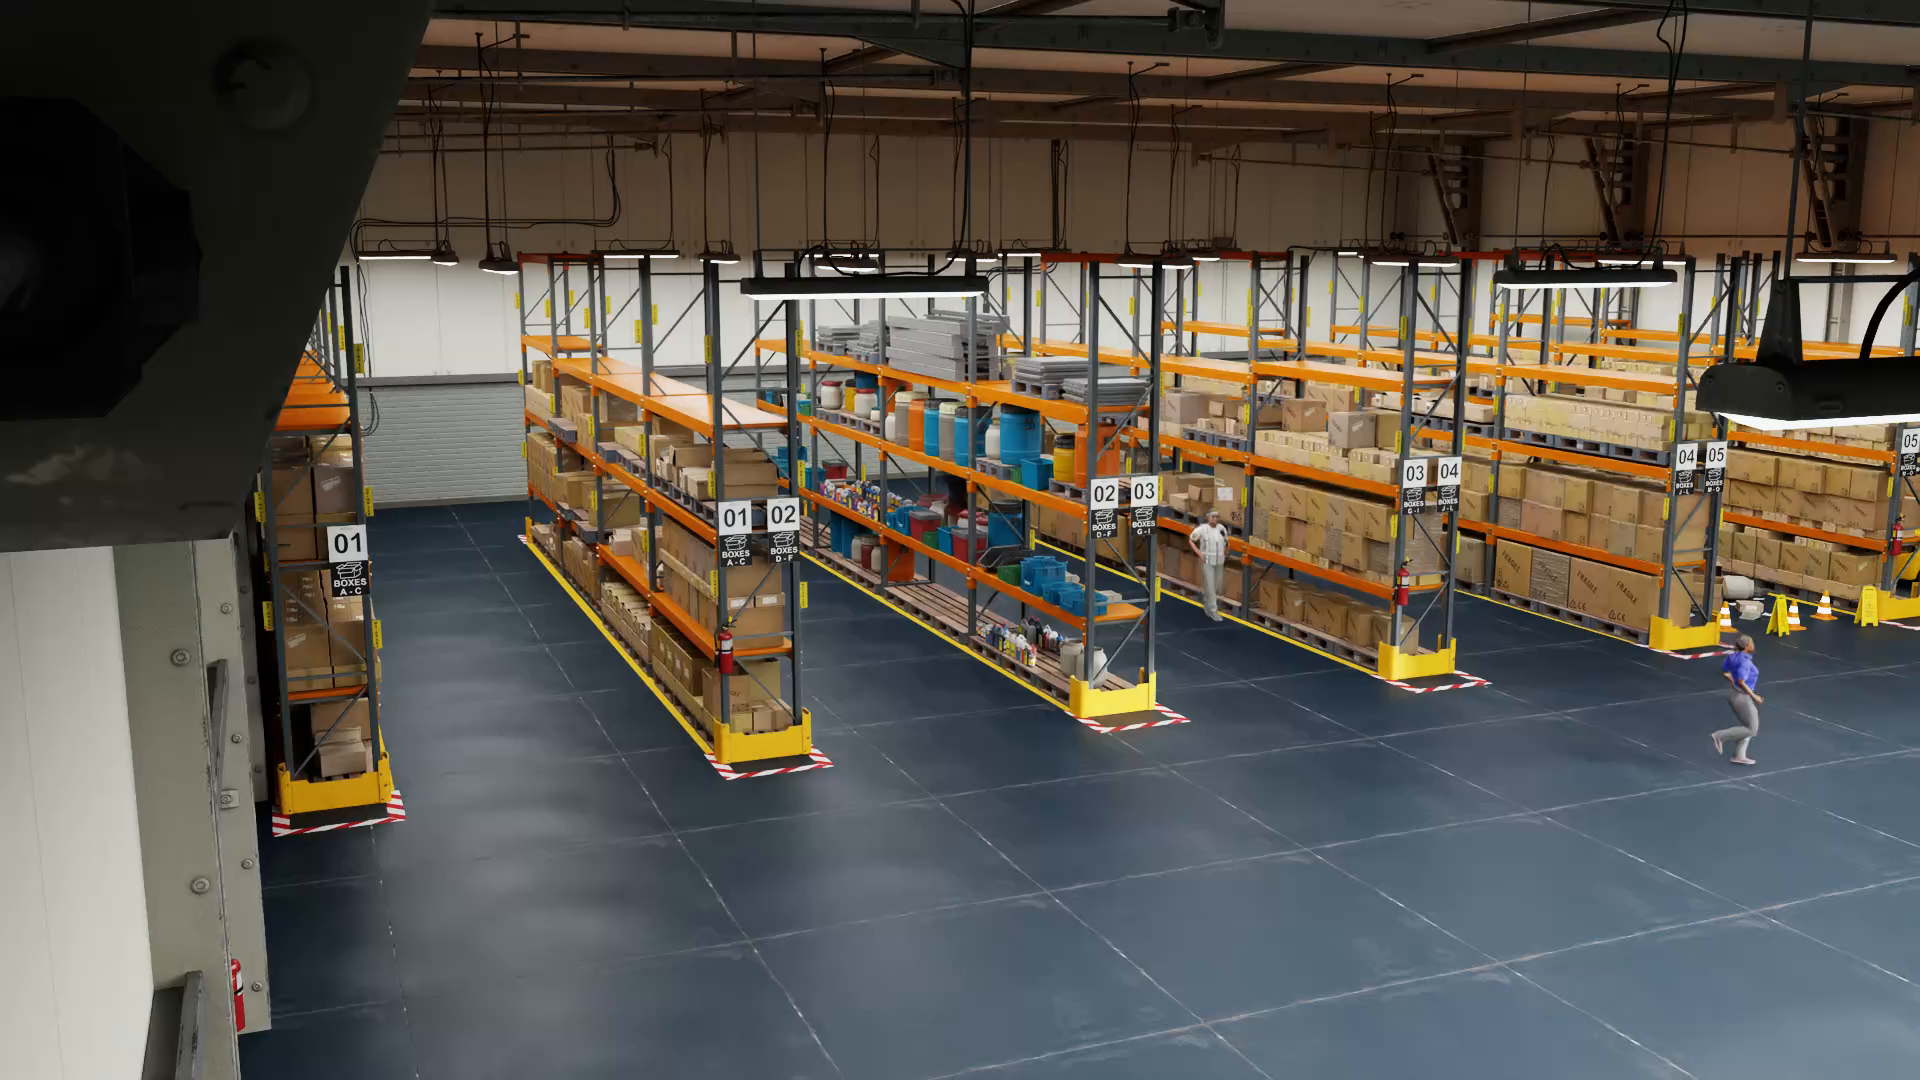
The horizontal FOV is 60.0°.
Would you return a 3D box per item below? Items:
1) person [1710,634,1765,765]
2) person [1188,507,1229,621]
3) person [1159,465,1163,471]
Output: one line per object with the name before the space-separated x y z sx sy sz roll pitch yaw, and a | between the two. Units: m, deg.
person | 9.368 1.929 20.081 0.592 1.616 0.581 1 10 3
person | 4.015 0.374 26.554 0.672 1.825 0.765 -4 11 -20
person | 4.153 -0.816 35.034 0.544 1.575 0.864 -5 12 -27
